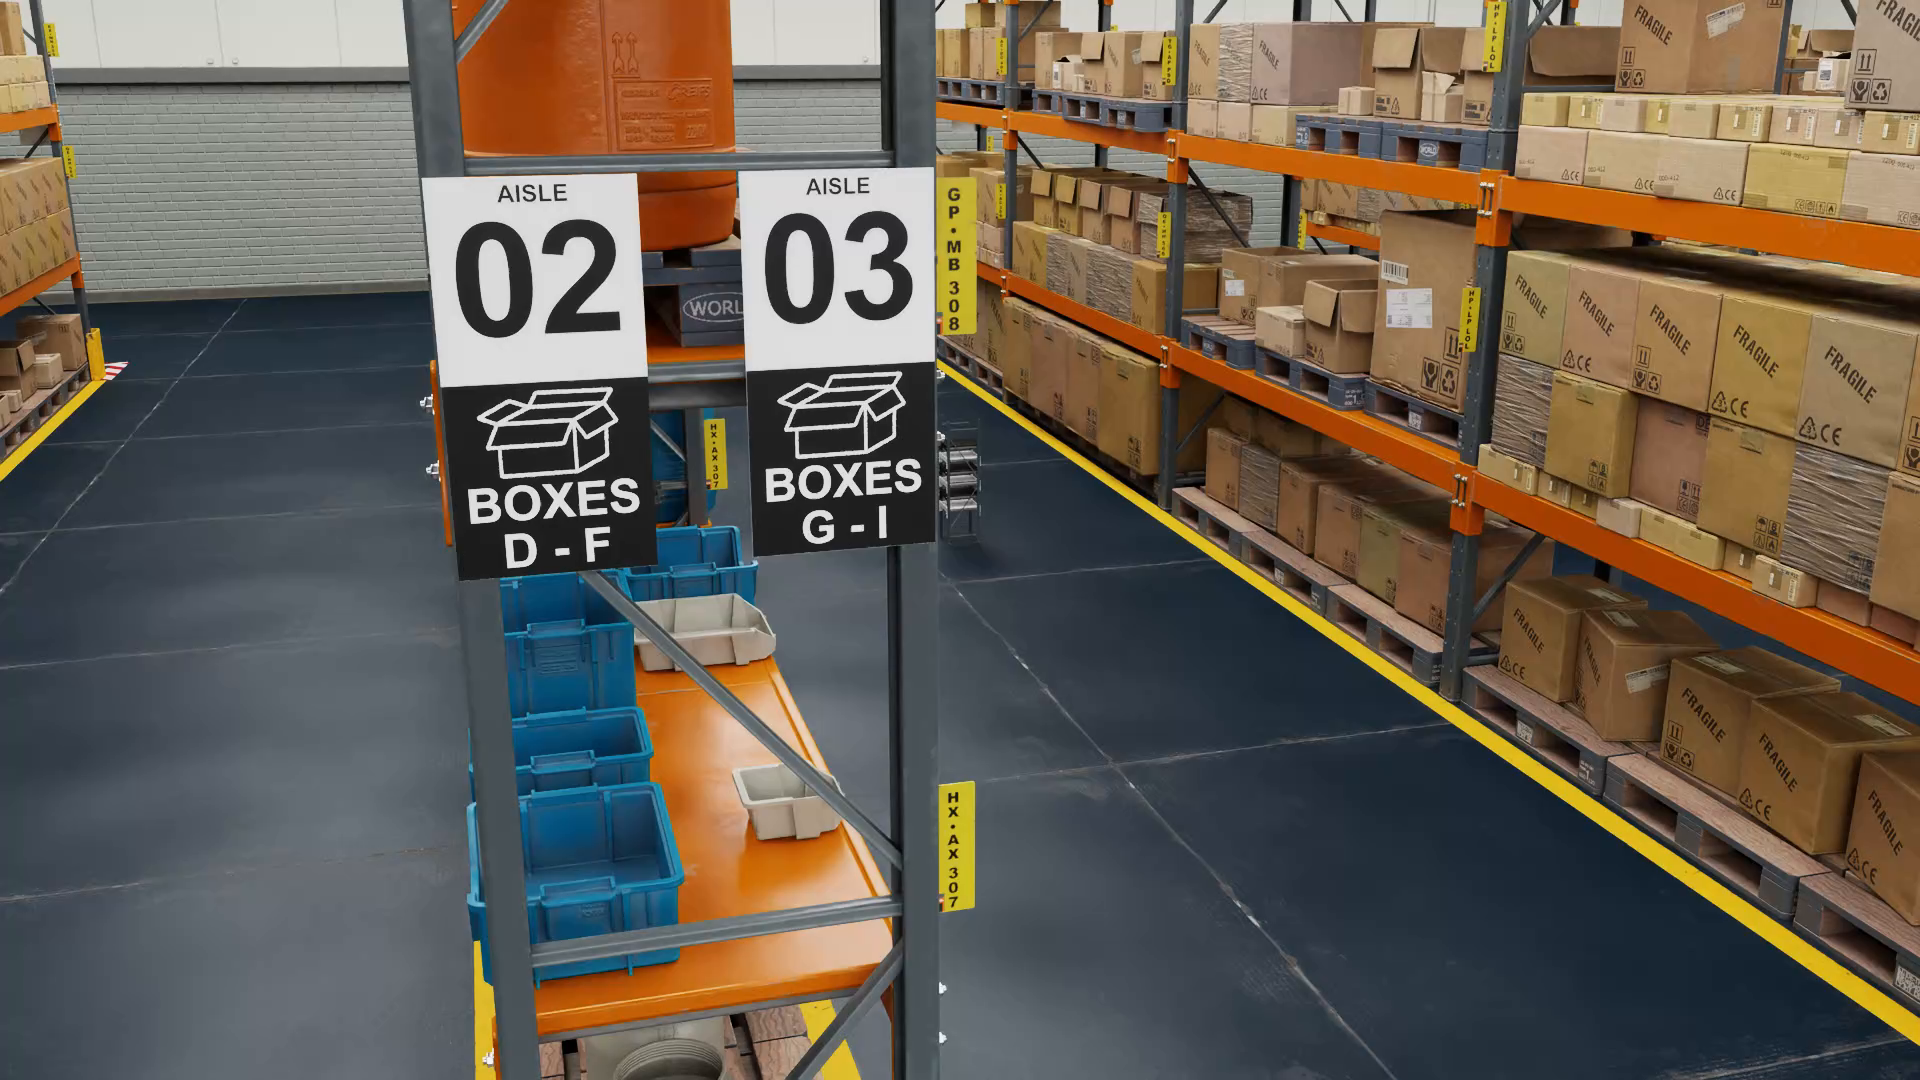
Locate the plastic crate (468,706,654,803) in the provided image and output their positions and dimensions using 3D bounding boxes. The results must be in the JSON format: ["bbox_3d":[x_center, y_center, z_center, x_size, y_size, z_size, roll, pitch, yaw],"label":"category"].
[{"bbox_3d":[-1.142,0.668,4.774,0.499,0.251,0.408,-5,17,-15],"label":"plastic crate"}]

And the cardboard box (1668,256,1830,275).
[{"bbox_3d":[3.646,-1.035,7.755,0.500,0.500,0.500,-5,17,-15],"label":"cardboard box"}]

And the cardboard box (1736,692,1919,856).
[{"bbox_3d":[3.711,0.984,7.076,0.500,0.500,0.500,-3,17,-10],"label":"cardboard box"}]

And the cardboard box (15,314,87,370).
[{"bbox_3d":[-9.319,-2.027,17.065,0.500,0.500,0.500,-5,17,-15],"label":"cardboard box"}]

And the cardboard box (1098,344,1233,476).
[{"bbox_3d":[1.850,-1.089,13.328,1.225,0.875,0.875,-6,18,-18],"label":"cardboard box"}]

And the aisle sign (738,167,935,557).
[{"bbox_3d":[-0.243,-0.357,3.408,0.394,0.787,0.004,-5,17,-15],"label":"aisle sign"}]

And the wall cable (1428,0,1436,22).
[{"bbox_3d":[7.515,-9.134,26.717,0.463,3.000,0.029,-5,17,-15],"label":"wall cable"}]

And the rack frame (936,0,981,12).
[{"bbox_3d":[-0.179,-6.799,18.945,1.000,3.000,0.127,-5,17,-15],"label":"rack frame"}]

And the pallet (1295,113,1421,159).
[{"bbox_3d":[2.764,-2.419,9.904,1.213,0.211,1.003,-5,17,-15],"label":"pallet"}]

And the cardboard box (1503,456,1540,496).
[{"bbox_3d":[2.945,-0.333,8.283,0.380,0.149,0.250,-5,17,-15],"label":"cardboard box"}]

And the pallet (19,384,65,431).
[{"bbox_3d":[-9.132,-1.230,15.680,1.003,0.211,1.213,-5,17,-15],"label":"pallet"}]

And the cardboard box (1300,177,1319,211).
[{"bbox_3d":[4.475,-4.335,20.477,0.500,0.500,0.500,-4,17,-13],"label":"cardboard box"}]

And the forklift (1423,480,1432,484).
[{"bbox_3d":[4.363,-1.825,12.932,1.130,2.935,3.031,-5,17,-15],"label":"forklift"}]

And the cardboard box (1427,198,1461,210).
[{"bbox_3d":[5.312,-3.486,17.651,0.500,0.500,0.500,-5,17,-15],"label":"cardboard box"}]

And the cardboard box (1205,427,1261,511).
[{"bbox_3d":[2.223,-0.543,12.126,0.700,0.500,0.500,-6,18,-18],"label":"cardboard box"}]

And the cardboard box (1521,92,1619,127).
[{"bbox_3d":[2.912,-2.048,7.910,0.380,0.149,0.250,-5,17,-17],"label":"cardboard box"}]

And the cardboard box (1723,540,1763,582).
[{"bbox_3d":[3.426,0.076,6.921,0.380,0.149,0.250,-5,17,-15],"label":"cardboard box"}]

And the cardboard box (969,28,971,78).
[{"bbox_3d":[0.497,-5.070,17.324,0.700,0.500,0.500,-4,17,-13],"label":"cardboard box"}]

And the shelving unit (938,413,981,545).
[{"bbox_3d":[-0.002,-0.433,11.830,0.258,0.900,0.210,-5,17,-15],"label":"shelving unit"}]

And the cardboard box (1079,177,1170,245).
[{"bbox_3d":[1.467,-2.811,14.177,0.797,0.503,0.637,-4,17,-13],"label":"cardboard box"}]

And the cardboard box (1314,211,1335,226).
[{"bbox_3d":[4.524,-3.909,20.187,0.380,0.149,0.250,-5,17,-17],"label":"cardboard box"}]

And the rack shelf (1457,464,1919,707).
[{"bbox_3d":[3.668,0.291,7.020,1.077,0.370,4.000,-5,17,-15],"label":"rack shelf"}]

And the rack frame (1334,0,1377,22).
[{"bbox_3d":[4.618,-7.163,20.158,1.000,3.000,0.127,-5,17,-15],"label":"rack frame"}]

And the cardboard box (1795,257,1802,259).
[{"bbox_3d":[6.930,-2.479,13.080,0.700,0.500,0.500,-5,17,-16],"label":"cardboard box"}]

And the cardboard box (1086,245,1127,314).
[{"bbox_3d":[1.368,-2.160,13.754,0.500,0.500,0.500,-5,18,-17],"label":"cardboard box"}]

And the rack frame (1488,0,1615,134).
[{"bbox_3d":[3.119,-3.480,7.895,1.000,3.000,0.127,-5,17,-15],"label":"rack frame"}]

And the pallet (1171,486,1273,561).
[{"bbox_3d":[2.233,-0.161,12.123,1.003,0.211,1.213,-5,17,-15],"label":"pallet"}]

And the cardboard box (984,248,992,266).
[{"bbox_3d":[0.450,-2.829,16.593,0.380,0.149,0.250,-4,17,-14],"label":"cardboard box"}]

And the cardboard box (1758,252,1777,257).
[{"bbox_3d":[6.877,-2.450,14.085,0.380,0.149,0.250,-4,17,-13],"label":"cardboard box"}]

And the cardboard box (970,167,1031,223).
[{"bbox_3d":[0.403,-3.494,16.811,0.500,0.500,0.500,-5,17,-15],"label":"cardboard box"}]

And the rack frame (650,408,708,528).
[{"bbox_3d":[-1.643,-0.215,7.454,1.000,3.000,0.127,-5,17,-15],"label":"rack frame"}]

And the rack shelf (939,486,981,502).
[{"bbox_3d":[-0.002,-0.315,11.866,0.258,0.077,0.200,-5,17,-15],"label":"rack shelf"}]

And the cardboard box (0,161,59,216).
[{"bbox_3d":[-9.179,-3.430,16.244,0.500,0.500,0.500,-4,17,-14],"label":"cardboard box"}]

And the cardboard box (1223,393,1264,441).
[{"bbox_3d":[2.232,-0.903,12.021,0.500,0.250,0.500,-4,17,-13],"label":"cardboard box"}]

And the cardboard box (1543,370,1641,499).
[{"bbox_3d":[3.287,-0.527,7.800,0.875,0.500,0.500,-5,17,-15],"label":"cardboard box"}]

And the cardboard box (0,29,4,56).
[{"bbox_3d":[-9.492,-4.821,15.663,0.700,0.500,0.500,-5,17,-15],"label":"cardboard box"}]

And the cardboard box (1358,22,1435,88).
[{"bbox_3d":[2.664,-3.046,10.621,0.500,0.500,0.500,-4,17,-14],"label":"cardboard box"}]

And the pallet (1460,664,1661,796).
[{"bbox_3d":[3.337,0.912,8.550,1.003,0.211,1.213,-5,17,-15],"label":"pallet"}]

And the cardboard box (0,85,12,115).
[{"bbox_3d":[-8.912,-3.971,15.006,0.500,0.250,0.500,-5,17,-15],"label":"cardboard box"}]

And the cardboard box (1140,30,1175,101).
[{"bbox_3d":[1.783,-3.563,12.477,0.797,0.503,0.637,-4,17,-12],"label":"cardboard box"}]

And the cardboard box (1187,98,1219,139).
[{"bbox_3d":[1.904,-2.928,11.532,0.500,0.250,0.500,-4,17,-14],"label":"cardboard box"}]

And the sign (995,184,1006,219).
[{"bbox_3d":[0.387,-3.228,15.841,0.100,0.325,0.005,-5,17,-15],"label":"sign"}]

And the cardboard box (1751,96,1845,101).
[{"bbox_3d":[3.724,-1.877,7.342,0.380,0.149,0.250,-5,18,-17],"label":"cardboard box"}]

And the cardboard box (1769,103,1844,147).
[{"bbox_3d":[3.410,-1.622,6.491,0.380,0.149,0.250,-4,17,-14],"label":"cardboard box"}]

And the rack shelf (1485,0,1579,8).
[{"bbox_3d":[6.267,-4.968,14.793,1.077,0.370,4.000,-5,17,-15],"label":"rack shelf"}]

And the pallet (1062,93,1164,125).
[{"bbox_3d":[1.481,-3.542,13.645,1.003,0.211,1.213,-4,17,-13],"label":"pallet"}]

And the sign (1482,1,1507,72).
[{"bbox_3d":[2.586,-2.435,8.046,0.100,0.325,0.005,-5,17,-15],"label":"sign"}]

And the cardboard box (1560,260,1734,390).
[{"bbox_3d":[3.137,-0.993,7.616,0.500,0.500,0.500,-5,17,-15],"label":"cardboard box"}]

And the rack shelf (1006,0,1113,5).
[{"bbox_3d":[1.470,-4.604,13.581,1.077,0.370,4.000,-5,17,-15],"label":"rack shelf"}]

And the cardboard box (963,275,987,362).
[{"bbox_3d":[0.568,-2.441,17.828,0.875,0.875,0.875,-5,17,-15],"label":"cardboard box"}]

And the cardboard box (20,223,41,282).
[{"bbox_3d":[-8.904,-2.668,15.447,0.500,0.500,0.500,-5,17,-16],"label":"cardboard box"}]

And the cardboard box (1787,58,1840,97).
[{"bbox_3d":[6.915,-3.741,13.804,0.500,0.500,0.500,-5,17,-15],"label":"cardboard box"}]

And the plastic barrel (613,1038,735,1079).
[{"bbox_3d":[-0.799,1.706,4.654,0.421,0.512,0.421,0,17,0],"label":"plastic barrel"}]
